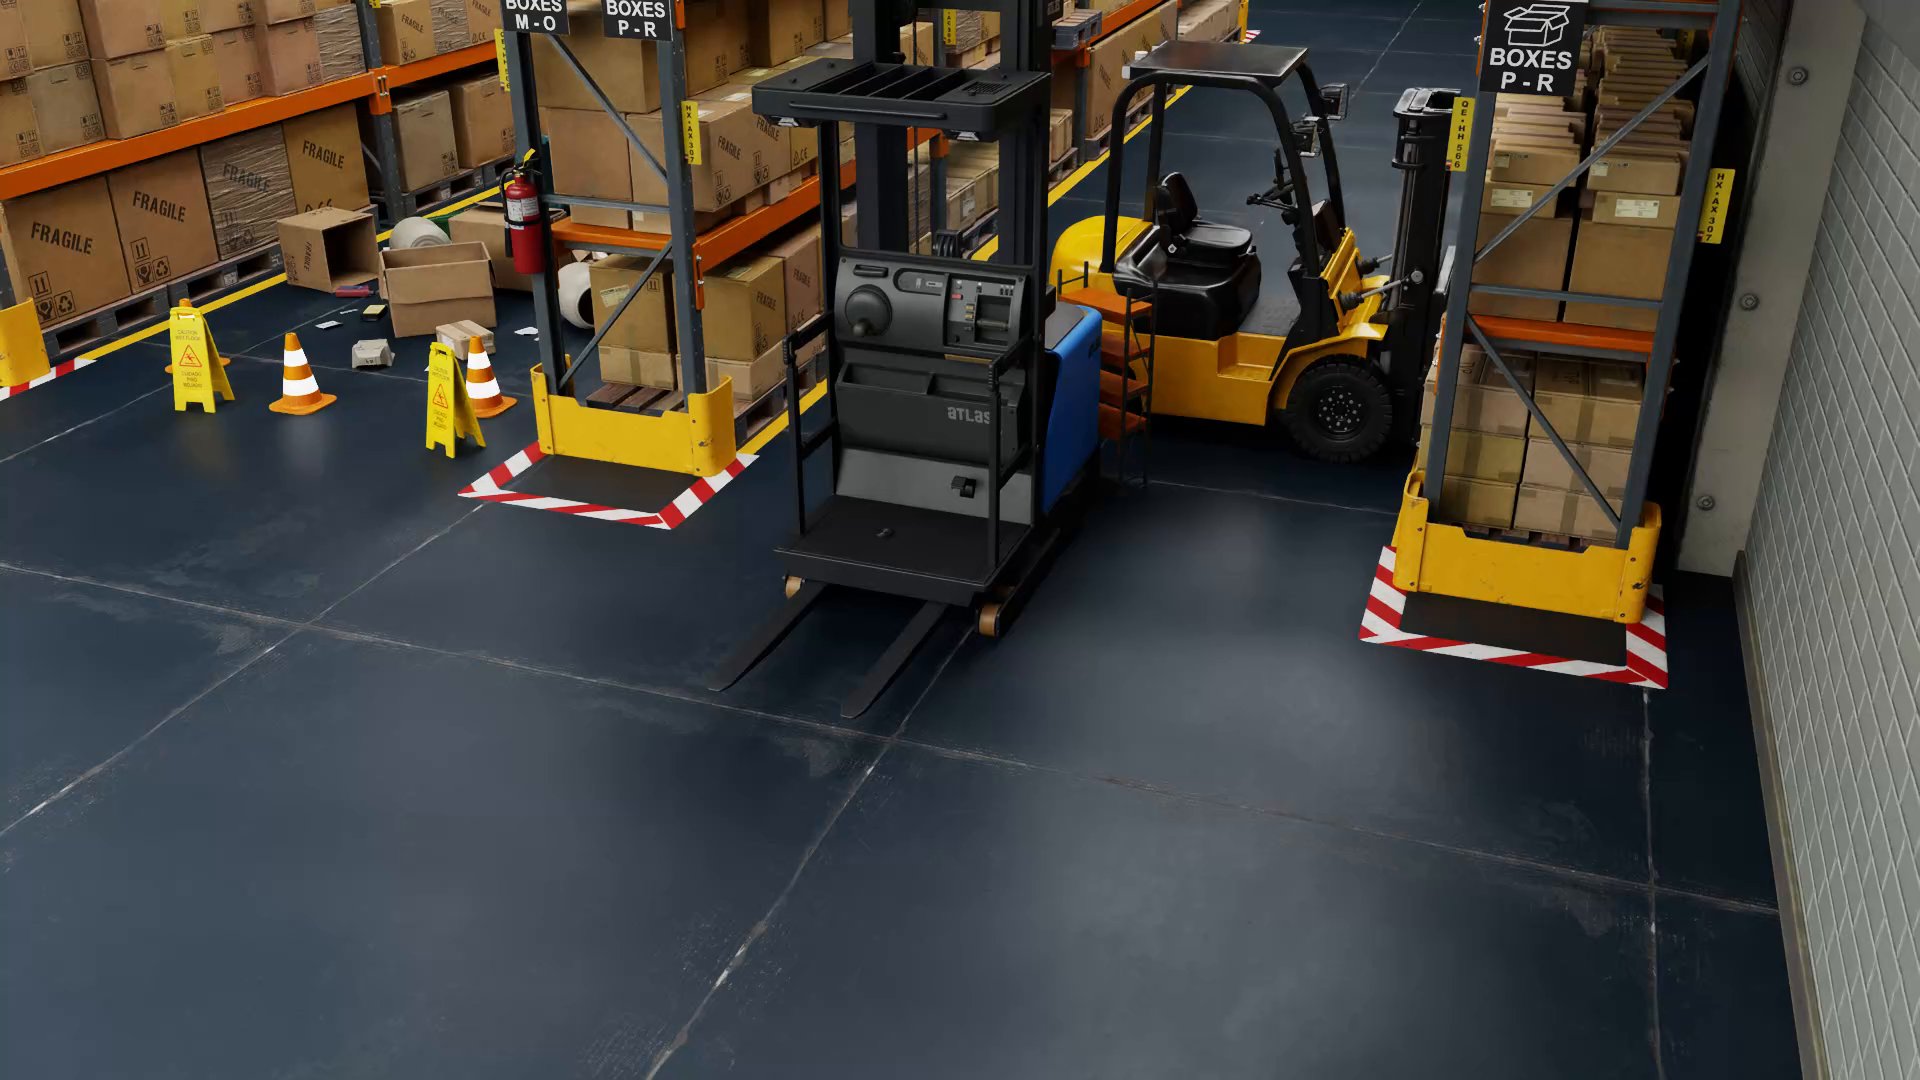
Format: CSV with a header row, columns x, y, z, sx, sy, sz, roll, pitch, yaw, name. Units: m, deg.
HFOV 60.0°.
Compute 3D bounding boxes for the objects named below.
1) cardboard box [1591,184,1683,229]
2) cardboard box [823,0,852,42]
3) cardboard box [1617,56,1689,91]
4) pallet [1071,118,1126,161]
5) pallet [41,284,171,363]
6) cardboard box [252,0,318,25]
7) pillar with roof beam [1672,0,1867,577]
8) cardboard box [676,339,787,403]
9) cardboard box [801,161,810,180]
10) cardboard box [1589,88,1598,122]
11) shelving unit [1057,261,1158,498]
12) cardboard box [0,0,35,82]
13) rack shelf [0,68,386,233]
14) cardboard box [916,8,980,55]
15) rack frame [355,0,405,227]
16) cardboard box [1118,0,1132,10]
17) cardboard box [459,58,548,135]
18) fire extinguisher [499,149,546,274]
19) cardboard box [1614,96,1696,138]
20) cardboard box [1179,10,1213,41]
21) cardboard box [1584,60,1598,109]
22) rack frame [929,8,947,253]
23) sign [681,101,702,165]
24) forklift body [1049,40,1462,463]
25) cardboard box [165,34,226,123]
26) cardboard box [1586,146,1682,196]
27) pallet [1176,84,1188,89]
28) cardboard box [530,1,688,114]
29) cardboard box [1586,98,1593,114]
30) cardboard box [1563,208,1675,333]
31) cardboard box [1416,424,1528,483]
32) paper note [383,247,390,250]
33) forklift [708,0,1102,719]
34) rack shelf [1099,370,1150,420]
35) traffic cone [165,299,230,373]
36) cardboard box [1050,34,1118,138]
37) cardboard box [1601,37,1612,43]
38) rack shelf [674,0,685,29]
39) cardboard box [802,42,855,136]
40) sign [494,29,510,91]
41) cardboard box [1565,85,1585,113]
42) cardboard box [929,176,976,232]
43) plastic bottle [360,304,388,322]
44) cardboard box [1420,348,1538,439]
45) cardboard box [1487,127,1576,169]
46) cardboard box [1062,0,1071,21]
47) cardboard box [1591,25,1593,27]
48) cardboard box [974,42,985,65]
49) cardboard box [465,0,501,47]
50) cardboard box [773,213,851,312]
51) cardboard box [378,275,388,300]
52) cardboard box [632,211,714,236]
x,y,z,sx,sy,sz,roll,pitch,yaw,name
3.115,-1.546,7.642,0.380,0.149,0.250,8,27,16,cardboard box
-1.135,-3.742,11.434,0.700,0.500,0.500,9,27,18,cardboard box
4.045,-2.727,9.740,0.380,0.149,0.250,8,27,16,cardboard box
1.071,-4.171,17.123,1.003,0.211,1.213,9,27,17,pallet
-6.434,-1.587,11.785,1.003,0.211,1.213,9,27,17,pallet
-5.524,-4.310,12.798,0.875,0.550,0.550,9,27,17,cardboard box
-0.220,-4.587,7.898,9.100,9.000,0.400,9,27,17,pillar with roof beam
-1.395,-1.069,10.188,0.500,0.250,0.500,9,27,17,cardboard box
-1.167,-2.351,10.453,0.380,0.149,0.250,10,27,19,cardboard box
3.857,-2.503,9.618,0.380,0.149,0.250,10,27,19,cardboard box
0.793,-0.888,9.207,0.503,1.200,0.258,23,34,39,shelving unit
-6.466,-3.202,10.511,0.875,0.550,0.550,9,27,17,cardboard box
-5.960,-3.000,12.330,1.077,0.370,4.000,9,27,17,rack shelf
-0.167,-3.988,12.608,0.500,0.500,0.500,9,27,19,cardboard box
-5.295,-4.146,13.870,1.000,3.000,0.127,9,27,17,rack frame
1.472,-5.639,17.126,0.500,0.250,0.500,10,27,19,cardboard box
-4.539,-4.369,16.431,1.050,0.750,0.750,9,27,18,cardboard box
-2.397,-1.811,9.136,0.296,0.674,0.183,9,27,17,fire extinguisher
3.605,-2.203,8.659,0.380,0.149,0.250,8,27,16,cardboard box
2.676,-6.403,20.991,0.875,0.438,0.875,8,27,16,cardboard box
4.499,-3.080,11.268,0.500,0.250,0.500,8,27,17,cardboard box
-0.593,-3.469,12.474,1.000,3.000,0.127,9,27,17,rack frame
-1.413,-2.137,8.728,0.100,0.325,0.005,9,27,17,sign
1.668,-1.769,9.936,2.313,2.155,1.214,9,27,17,forklift body
-5.941,-3.393,12.145,0.875,0.550,0.500,9,27,17,cardboard box
3.071,-1.685,7.588,0.380,0.149,0.250,8,27,16,cardboard box
2.396,-5.803,20.493,1.003,0.211,1.213,9,27,17,pallet
-1.960,-2.696,9.273,0.700,0.500,0.500,8,27,16,cardboard box
4.025,-2.368,10.084,0.500,0.500,0.500,9,27,18,cardboard box
3.184,-1.316,7.911,0.500,0.500,0.500,10,27,19,cardboard box
2.625,-0.529,8.501,0.500,0.250,0.500,8,27,17,cardboard box
-4.665,-2.402,13.675,0.147,0.020,0.142,-9,27,-18,paper note
-0.217,-1.064,7.585,1.130,2.935,3.031,9,27,18,forklift
0.793,-0.827,9.236,0.480,0.148,0.258,23,34,39,rack shelf
-5.110,-1.372,11.054,0.336,0.463,0.334,9,27,17,traffic cone
1.046,-4.618,16.802,0.875,0.875,0.875,8,27,17,cardboard box
4.547,-3.304,11.273,0.380,0.149,0.250,8,27,16,cardboard box
-1.259,-3.674,10.279,1.077,0.370,4.000,9,27,17,rack shelf
-0.840,-3.003,11.055,0.500,0.500,0.500,10,27,19,cardboard box
-2.441,-2.578,8.941,0.100,0.325,0.005,9,27,17,sign
3.183,-2.387,9.038,0.380,0.149,0.250,9,27,18,cardboard box
-0.421,-2.692,13.401,0.950,0.372,0.625,9,27,18,cardboard box
-4.260,-1.663,12.115,0.133,0.061,0.283,0,26,-1,plastic bottle
2.617,-0.743,8.369,0.500,0.250,0.500,10,27,19,cardboard box
2.731,-1.862,7.953,0.380,0.149,0.250,9,27,18,cardboard box
0.788,-4.790,15.007,0.380,0.149,0.250,9,27,17,cardboard box
5.532,-4.328,13.844,0.500,0.250,0.500,9,27,19,cardboard box
-0.020,-3.828,13.021,0.380,0.149,0.250,9,27,18,cardboard box
-4.530,-4.781,15.067,0.500,0.500,0.500,9,27,17,cardboard box
-1.043,-1.836,10.913,0.500,0.500,0.500,9,27,18,cardboard box
-4.130,-1.942,12.456,0.396,0.266,0.258,14,29,26,cardboard box
-1.616,-1.822,9.360,0.380,0.149,0.250,9,27,18,cardboard box
